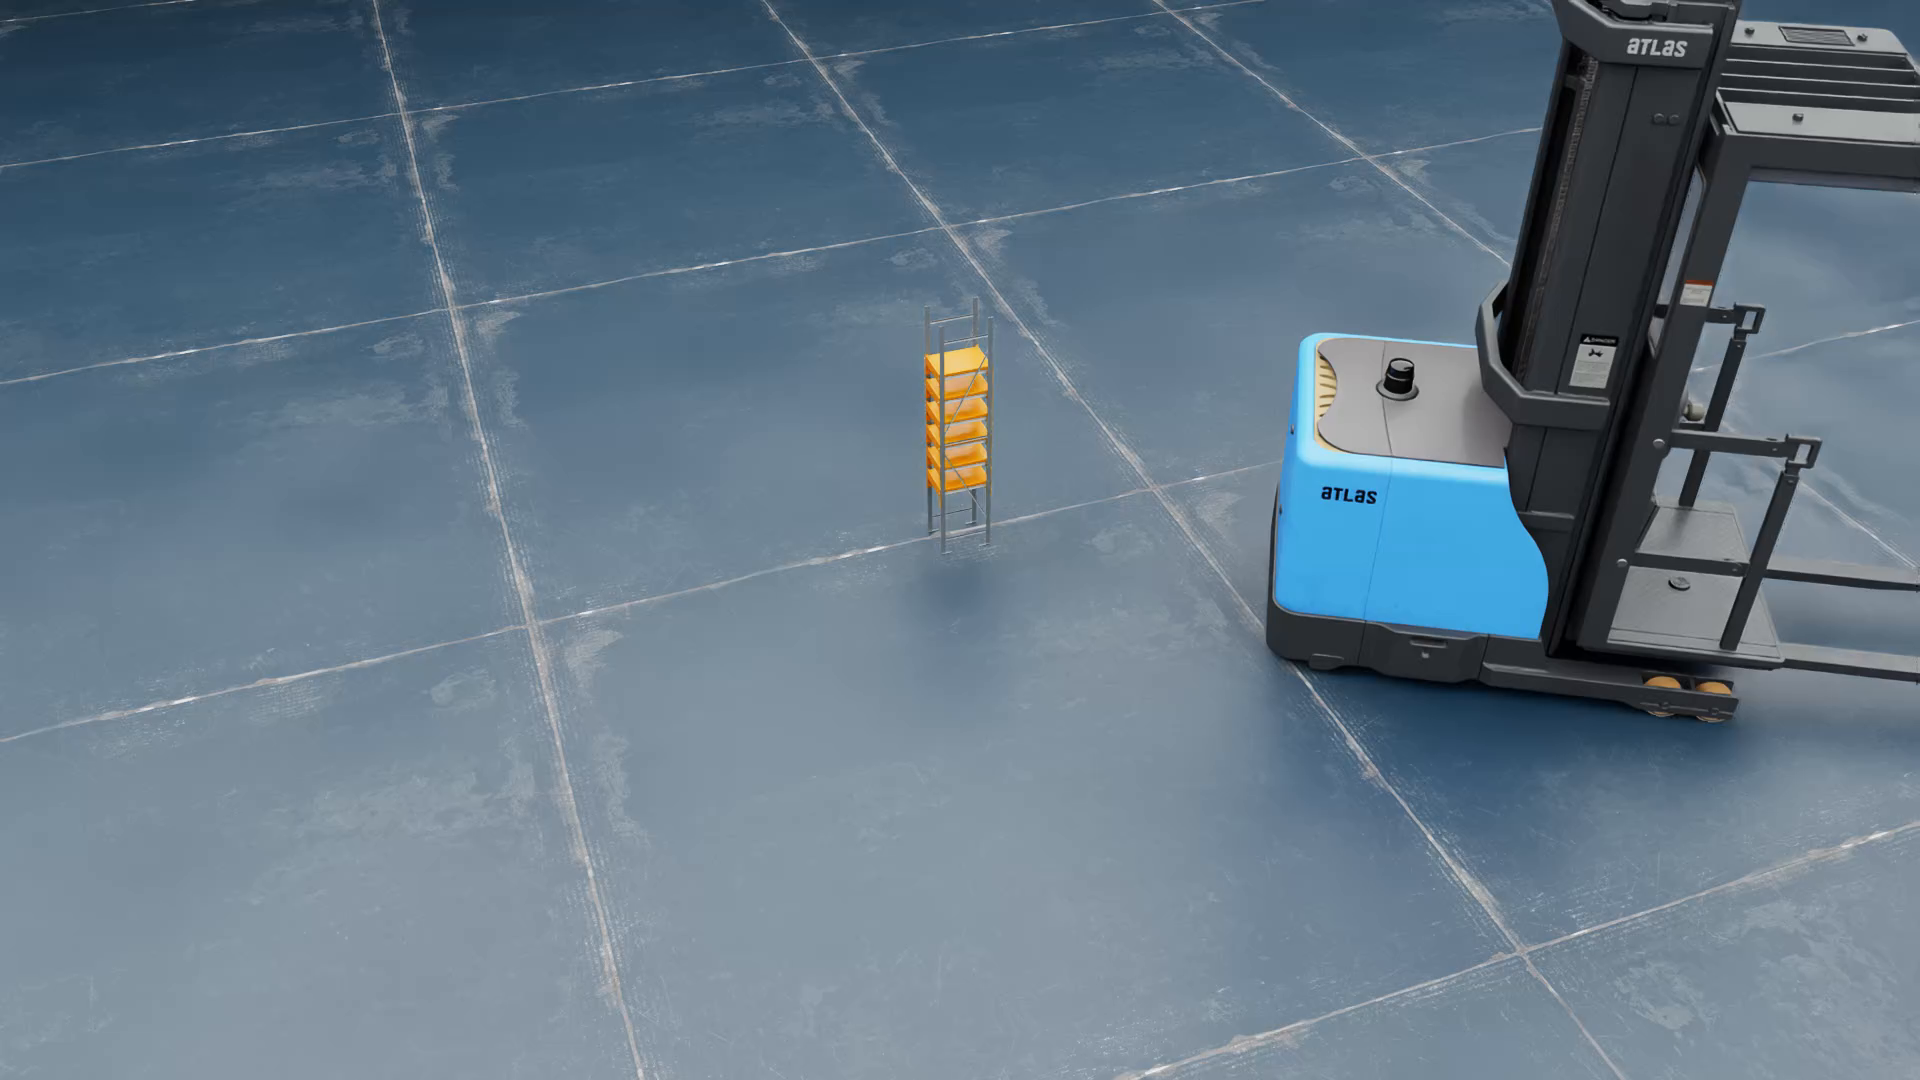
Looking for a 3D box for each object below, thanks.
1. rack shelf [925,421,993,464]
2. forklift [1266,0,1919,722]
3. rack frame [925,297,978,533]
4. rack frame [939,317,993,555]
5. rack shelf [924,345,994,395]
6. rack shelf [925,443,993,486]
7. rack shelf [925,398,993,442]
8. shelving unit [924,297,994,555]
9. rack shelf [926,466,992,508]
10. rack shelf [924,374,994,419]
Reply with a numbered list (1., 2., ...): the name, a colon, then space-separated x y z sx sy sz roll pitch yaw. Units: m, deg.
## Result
1. rack shelf: -0.005 -0.452 7.427 0.258 0.103 0.180 -12 39 -16
2. forklift: 2.865 -0.777 6.345 3.031 2.935 1.130 6 37 8
3. rack frame: -0.036 -0.539 7.468 0.240 1.200 0.006 -12 39 -16
4. rack frame: 0.026 -0.436 7.331 0.240 1.200 0.006 -12 39 -16
5. rack shelf: -0.005 -0.739 7.210 0.258 0.103 0.180 -12 39 -16
6. rack shelf: -0.005 -0.356 7.499 0.258 0.103 0.180 -12 39 -16
7. rack shelf: -0.005 -0.548 7.354 0.258 0.103 0.180 -12 39 -16
8. shelving unit: -0.005 -0.487 7.400 0.258 1.200 0.189 -12 39 -16
9. rack shelf: -0.005 -0.260 7.571 0.258 0.103 0.180 -12 39 -16
10. rack shelf: -0.005 -0.644 7.282 0.258 0.103 0.180 -12 39 -16
